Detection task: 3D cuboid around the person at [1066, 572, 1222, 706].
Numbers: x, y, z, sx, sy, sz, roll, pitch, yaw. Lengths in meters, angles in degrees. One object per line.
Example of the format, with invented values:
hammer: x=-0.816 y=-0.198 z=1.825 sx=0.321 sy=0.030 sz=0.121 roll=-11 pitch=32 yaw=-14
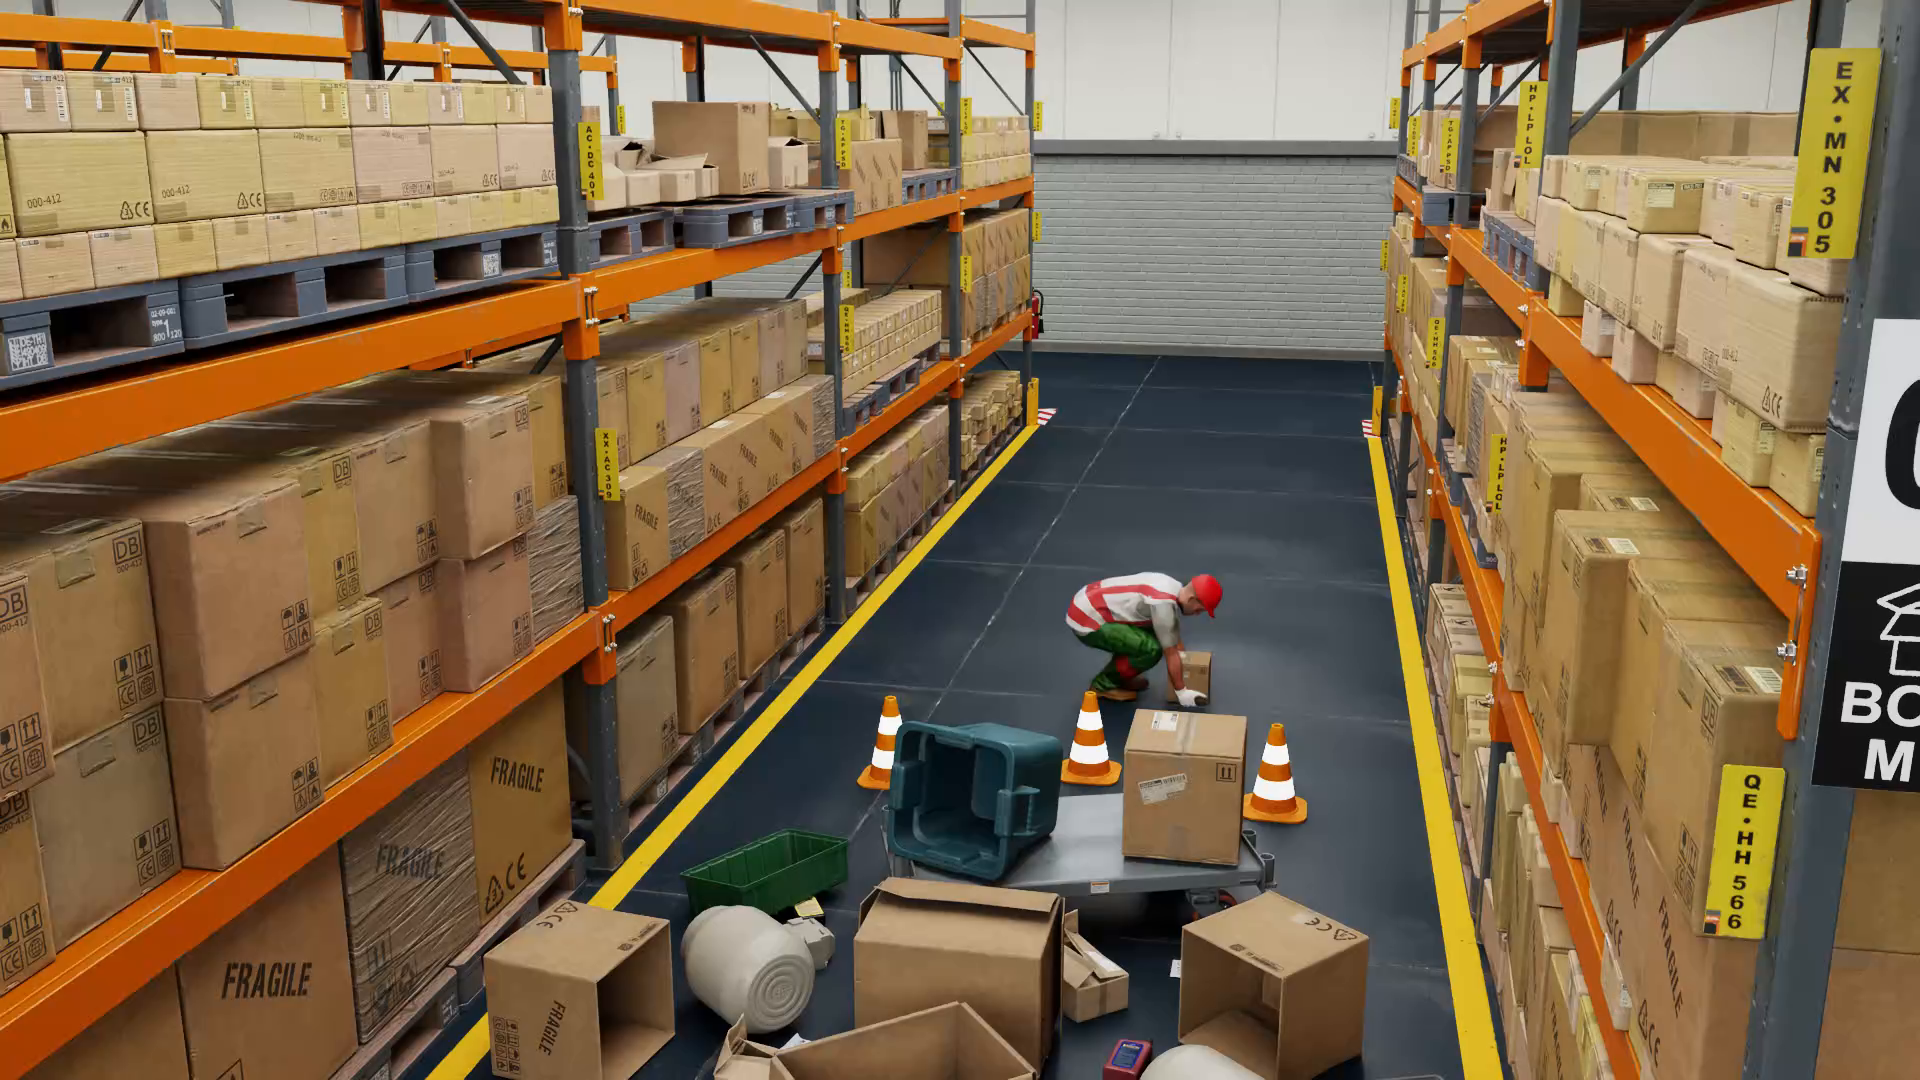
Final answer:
person: x=1.127 y=0.601 z=10.256 sx=0.946 sy=0.813 sz=0.534 roll=3 pitch=15 yaw=10
